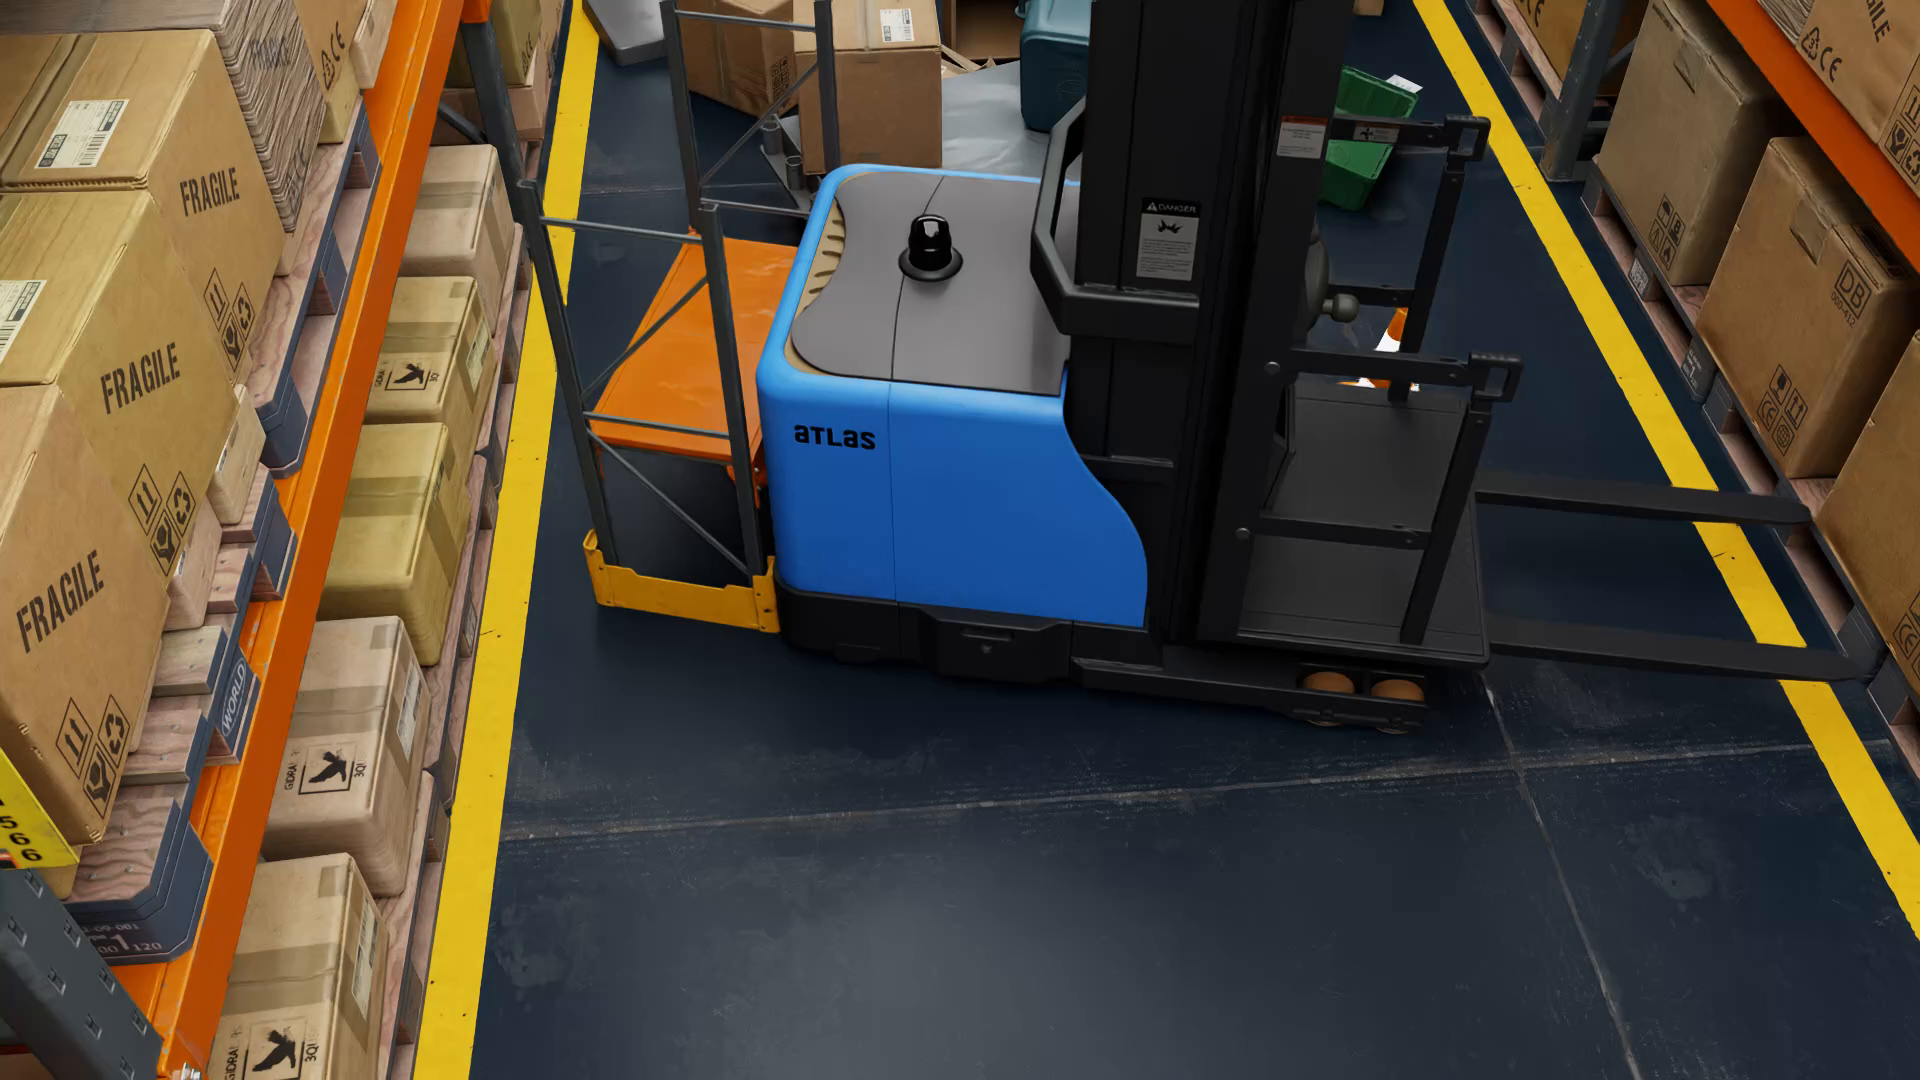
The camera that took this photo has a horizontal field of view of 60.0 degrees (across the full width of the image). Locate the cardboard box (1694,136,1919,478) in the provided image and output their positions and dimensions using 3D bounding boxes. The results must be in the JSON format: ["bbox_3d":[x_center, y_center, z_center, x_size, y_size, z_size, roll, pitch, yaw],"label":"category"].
[{"bbox_3d":[3.039,-0.743,5.148,1.050,0.750,0.750,-3,47,-3],"label":"cardboard box"}]

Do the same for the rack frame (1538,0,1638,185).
[{"bbox_3d":[2.820,-2.514,5.565,1.000,3.000,0.127,-3,47,-3],"label":"rack frame"}]

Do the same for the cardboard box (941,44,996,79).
[{"bbox_3d":[-0.034,-1.920,6.885,0.258,0.266,0.396,-36,56,-29],"label":"cardboard box"}]

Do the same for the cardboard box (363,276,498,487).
[{"bbox_3d":[-1.994,-0.482,5.161,0.950,0.372,0.625,-1,47,-1],"label":"cardboard box"}]

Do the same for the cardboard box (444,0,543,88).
[{"bbox_3d":[-1.885,-2.040,6.204,0.500,0.500,0.500,-1,47,-1],"label":"cardboard box"}]

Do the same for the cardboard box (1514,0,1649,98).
[{"bbox_3d":[2.837,-2.387,6.619,0.875,0.875,0.875,-3,47,-3],"label":"cardboard box"}]

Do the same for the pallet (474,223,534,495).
[{"bbox_3d":[-2.038,-0.618,5.690,1.003,0.211,1.213,-3,47,-3],"label":"pallet"}]

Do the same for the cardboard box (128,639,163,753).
[{"bbox_3d":[-1.601,0.243,2.838,0.380,0.149,0.250,-6,47,-6],"label":"cardboard box"}]

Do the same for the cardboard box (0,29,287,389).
[{"bbox_3d":[-1.678,-0.627,3.215,0.500,0.500,0.500,-3,47,-3],"label":"cardboard box"}]

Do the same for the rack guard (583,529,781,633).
[{"bbox_3d":[-0.818,0.122,4.962,0.587,0.250,0.087,9,47,8],"label":"rack guard"}]

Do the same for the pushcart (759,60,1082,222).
[{"bbox_3d":[0.164,-1.413,6.328,1.648,0.377,0.936,-19,49,-17],"label":"pushcart"}]

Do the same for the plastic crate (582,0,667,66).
[{"bbox_3d":[-1.418,-2.322,7.394,0.402,0.080,0.583,-19,49,-17],"label":"plastic crate"}]

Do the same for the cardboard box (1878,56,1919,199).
[{"bbox_3d":[2.720,-1.057,4.116,0.500,0.500,0.500,-3,47,-3],"label":"cardboard box"}]

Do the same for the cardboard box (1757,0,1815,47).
[{"bbox_3d":[2.639,-1.786,4.807,0.500,0.500,0.500,-3,47,-3],"label":"cardboard box"}]

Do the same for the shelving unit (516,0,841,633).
[{"bbox_3d":[-0.714,-0.661,4.843,0.587,1.500,1.083,9,47,8],"label":"shelving unit"}]

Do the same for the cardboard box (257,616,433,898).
[{"bbox_3d":[-1.876,0.570,4.164,0.950,0.372,0.625,-4,47,-4],"label":"cardboard box"}]

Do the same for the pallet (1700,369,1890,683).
[{"bbox_3d":[3.065,-0.117,5.215,1.003,0.211,1.213,-3,47,-3],"label":"pallet"}]

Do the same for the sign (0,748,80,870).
[{"bbox_3d":[-1.217,0.320,2.084,0.100,0.325,0.005,-3,47,-3],"label":"sign"}]

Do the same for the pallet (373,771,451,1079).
[{"bbox_3d":[-1.833,1.147,4.018,1.003,0.211,1.213,-3,47,-3],"label":"pallet"}]

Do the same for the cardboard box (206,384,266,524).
[{"bbox_3d":[-1.581,-0.158,3.218,0.380,0.149,0.250,-3,47,-3],"label":"cardboard box"}]

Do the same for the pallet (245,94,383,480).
[{"bbox_3d":[-1.976,-0.610,3.894,1.003,0.211,1.213,-3,47,-3],"label":"pallet"}]

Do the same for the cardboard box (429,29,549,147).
[{"bbox_3d":[-1.885,-1.782,6.477,0.500,0.250,0.500,-5,47,-5],"label":"cardboard box"}]

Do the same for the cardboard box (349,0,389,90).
[{"bbox_3d":[-1.699,-1.282,4.282,0.380,0.149,0.250,-3,47,-3],"label":"cardboard box"}]

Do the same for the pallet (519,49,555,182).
[{"bbox_3d":[-2.196,-1.665,6.681,1.003,0.211,1.213,-3,47,-3],"label":"pallet"}]

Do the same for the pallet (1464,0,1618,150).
[{"bbox_3d":[2.834,-2.110,7.103,1.003,0.211,1.213,-3,47,-3],"label":"pallet"}]

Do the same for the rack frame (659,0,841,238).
[{"bbox_3d":[-0.606,-1.029,5.191,0.500,1.500,0.032,9,47,8],"label":"rack frame"}]

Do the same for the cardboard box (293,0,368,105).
[{"bbox_3d":[-1.757,-1.368,3.917,0.500,0.500,0.500,-2,47,-2],"label":"cardboard box"}]

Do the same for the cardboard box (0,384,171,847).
[{"bbox_3d":[-1.576,0.133,2.495,0.500,0.500,0.500,-5,47,-4],"label":"cardboard box"}]

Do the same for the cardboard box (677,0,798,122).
[{"bbox_3d":[-0.838,-2.139,6.930,0.500,0.500,0.500,27,52,23],"label":"cardboard box"}]

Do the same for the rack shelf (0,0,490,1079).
[{"bbox_3d":[-1.937,-0.446,4.102,1.077,0.370,4.000,-3,47,-3],"label":"rack shelf"}]

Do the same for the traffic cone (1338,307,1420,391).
[{"bbox_3d":[1.428,-0.580,5.480,0.336,0.463,0.334,-3,47,-3],"label":"traffic cone"}]

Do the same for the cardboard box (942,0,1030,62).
[{"bbox_3d":[0.317,-2.429,7.111,0.797,0.637,0.503,-3,47,-3],"label":"cardboard box"}]

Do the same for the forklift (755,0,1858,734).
[{"bbox_3d":[1.026,-0.872,4.057,3.031,2.935,1.130,6,47,6],"label":"forklift"}]

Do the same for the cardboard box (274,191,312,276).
[{"bbox_3d":[-1.698,-0.723,3.752,0.380,0.149,0.250,-2,47,-2],"label":"cardboard box"}]
